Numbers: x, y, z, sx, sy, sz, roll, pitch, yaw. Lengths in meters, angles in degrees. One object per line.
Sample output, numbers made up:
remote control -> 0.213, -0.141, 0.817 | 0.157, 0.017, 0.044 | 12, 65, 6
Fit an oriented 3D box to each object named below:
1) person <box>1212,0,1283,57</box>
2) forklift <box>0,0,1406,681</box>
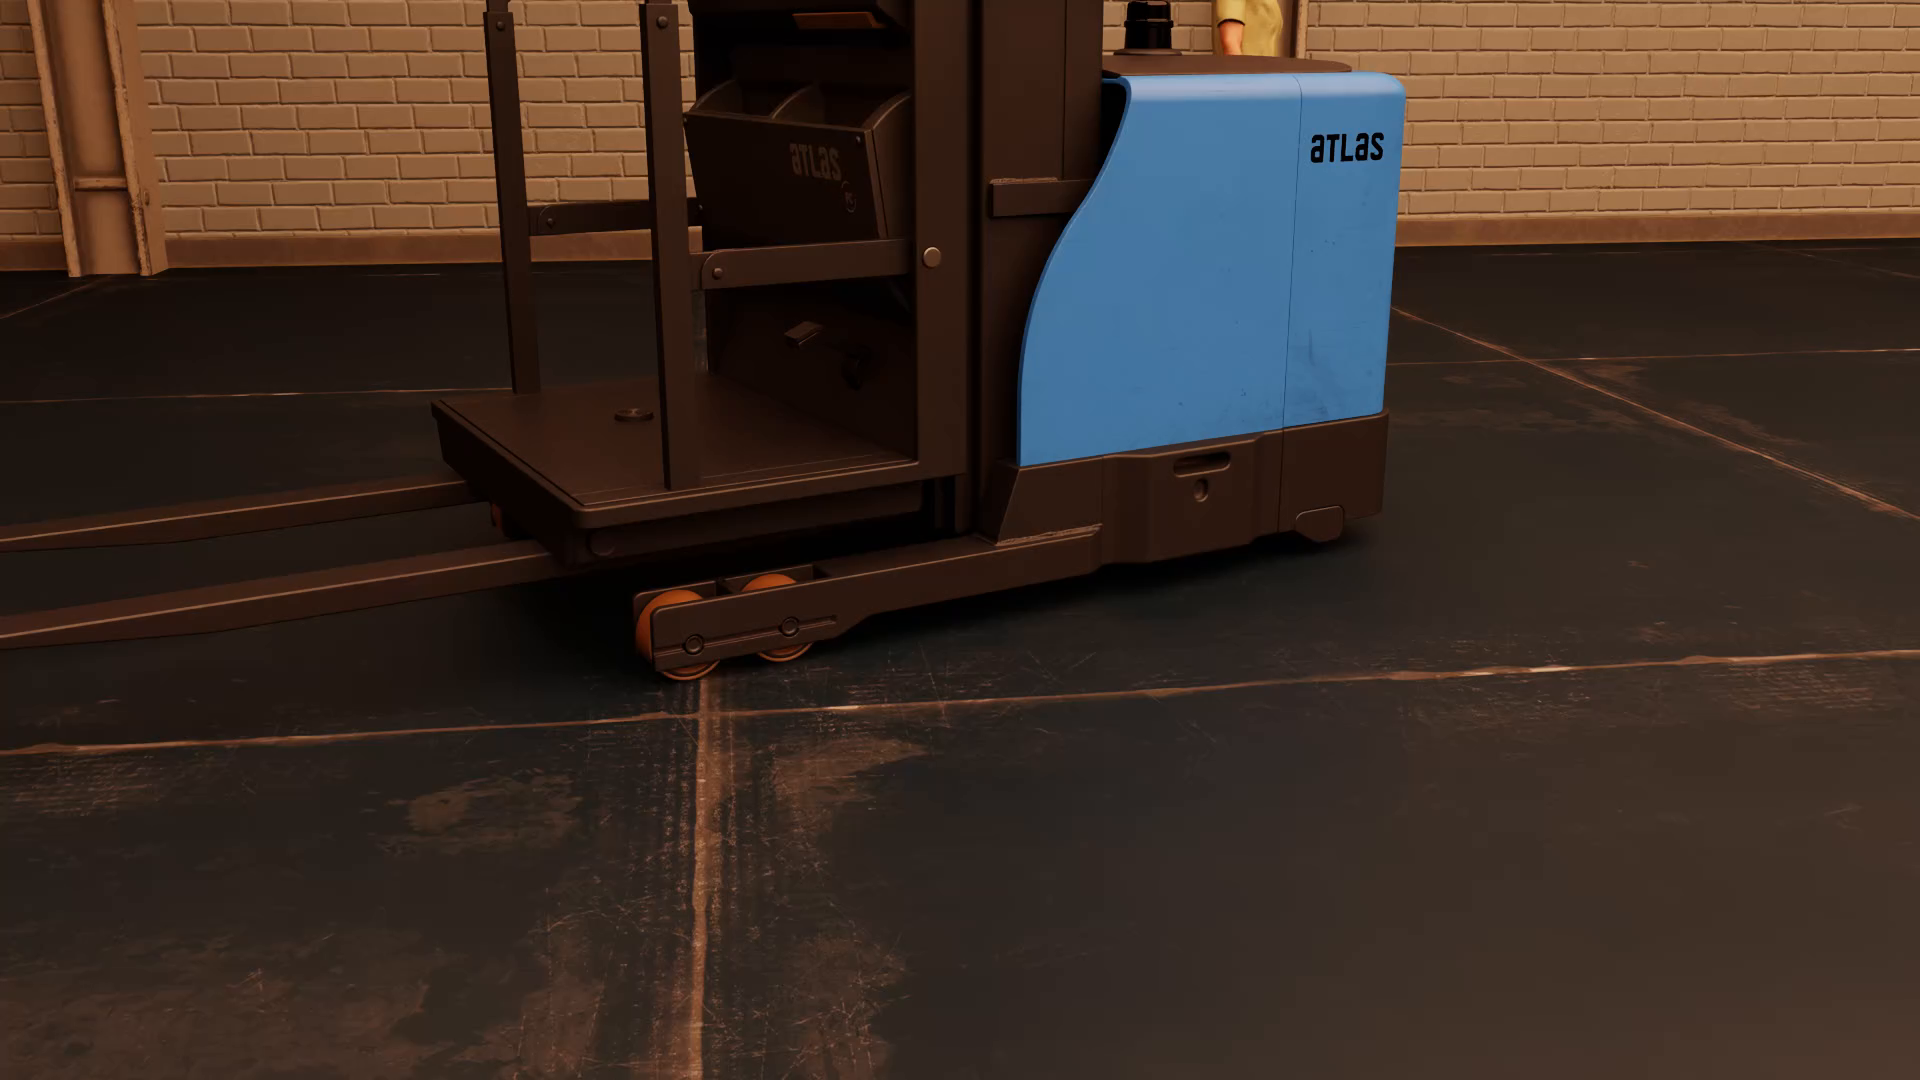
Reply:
person -> 1.219, -1.661, 6.549 | 0.551, 1.676, 0.552 | 3, 17, 11
forklift -> -0.526, -1.315, 3.251 | 3.031, 2.935, 1.130 | -10, 19, -29
